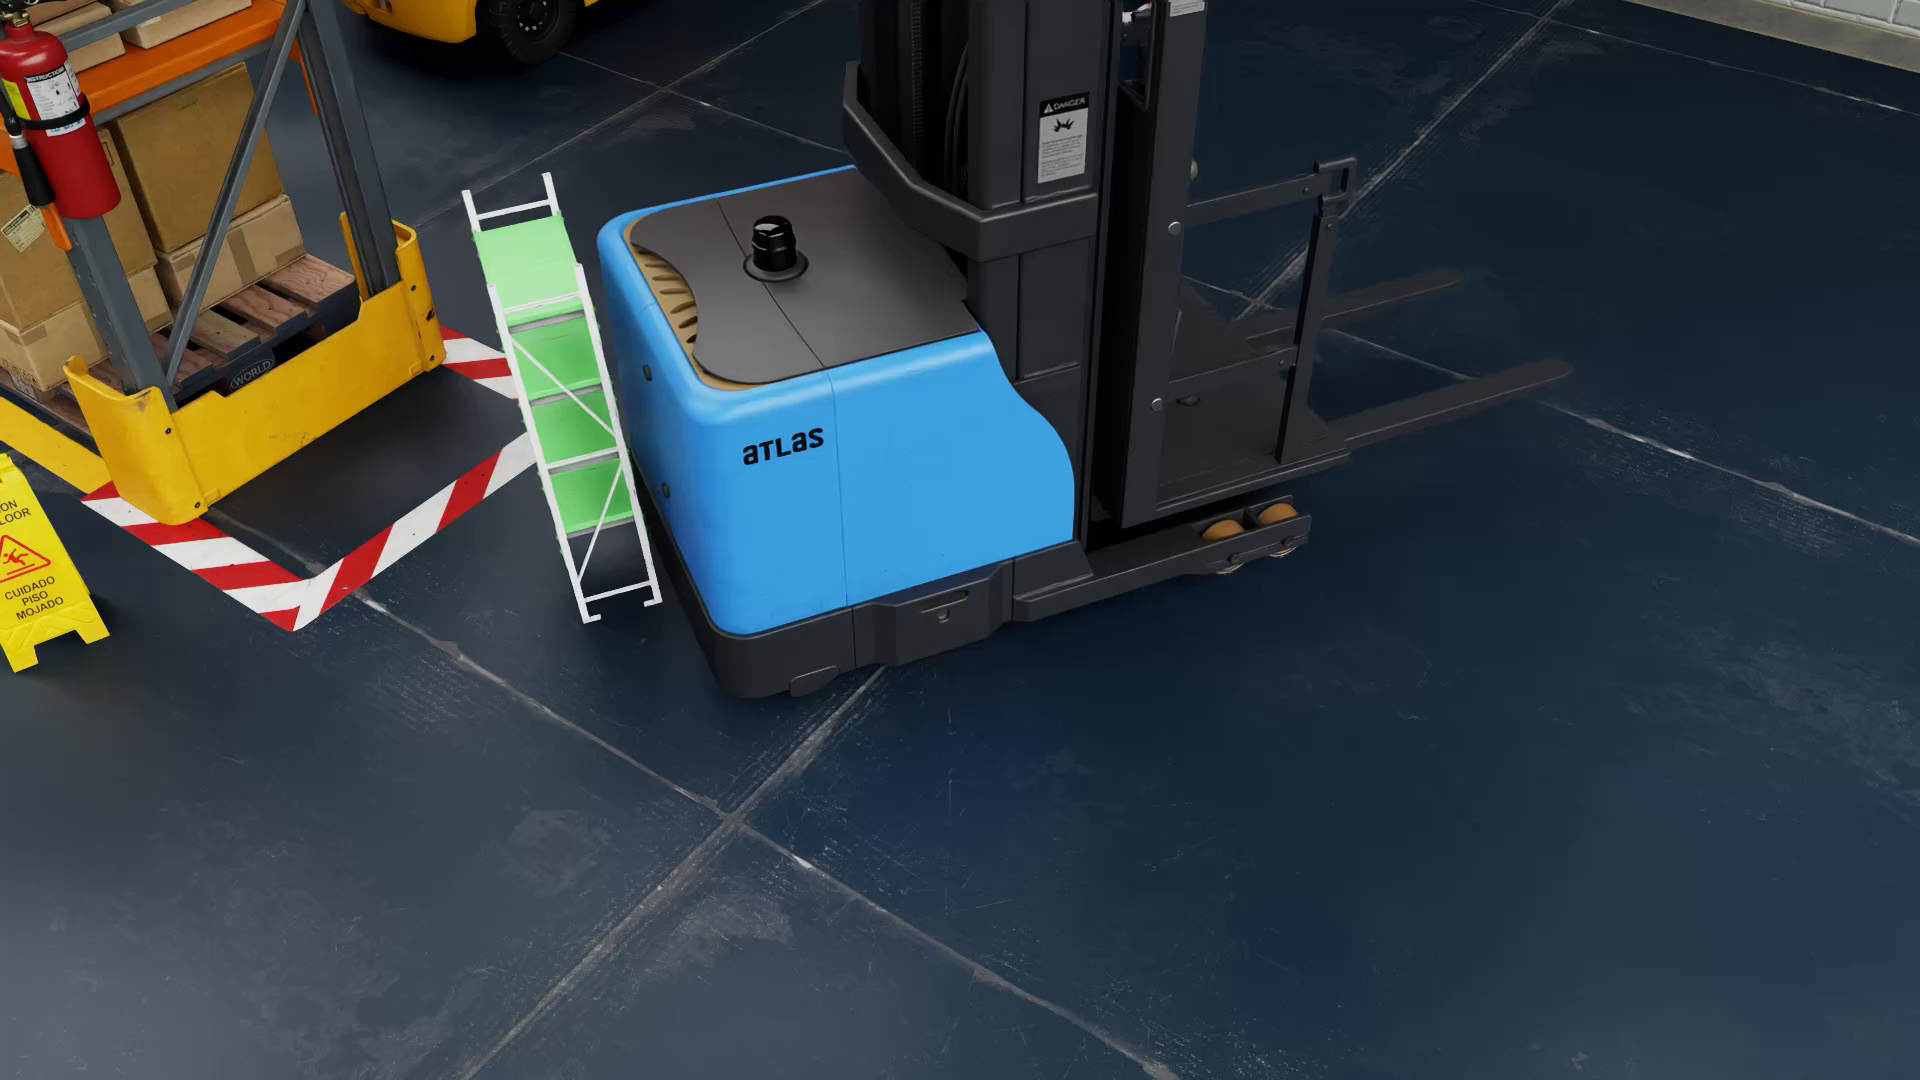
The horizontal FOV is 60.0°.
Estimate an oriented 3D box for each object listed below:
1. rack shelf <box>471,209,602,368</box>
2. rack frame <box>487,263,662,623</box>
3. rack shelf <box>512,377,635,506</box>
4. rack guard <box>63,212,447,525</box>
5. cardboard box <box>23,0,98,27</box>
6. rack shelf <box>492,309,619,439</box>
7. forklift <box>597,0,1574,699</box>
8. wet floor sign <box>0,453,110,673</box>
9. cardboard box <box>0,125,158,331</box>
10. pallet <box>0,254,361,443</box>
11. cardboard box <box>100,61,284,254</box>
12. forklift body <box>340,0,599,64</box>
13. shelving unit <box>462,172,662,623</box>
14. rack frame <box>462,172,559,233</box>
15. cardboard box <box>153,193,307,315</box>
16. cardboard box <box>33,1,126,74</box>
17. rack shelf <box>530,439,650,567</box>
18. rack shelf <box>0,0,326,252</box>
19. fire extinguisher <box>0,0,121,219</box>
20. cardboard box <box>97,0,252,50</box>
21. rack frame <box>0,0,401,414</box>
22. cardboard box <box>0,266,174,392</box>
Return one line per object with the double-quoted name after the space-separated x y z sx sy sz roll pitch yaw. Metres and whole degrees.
-1.144 -0.684 4.482 0.258 0.148 0.480 -16 44 -13 "rack shelf"
-1.042 -0.226 4.593 0.240 1.200 0.015 -16 44 -13 "rack frame"
-1.122 -0.332 4.808 0.258 0.148 0.480 -16 44 -13 "rack shelf"
-2.300 -0.600 5.546 0.348 0.500 1.175 25 48 25 "rack guard"
-2.840 -1.708 4.612 0.500 0.500 0.500 24 47 25 "cardboard box"
-1.133 -0.508 4.645 0.258 0.148 0.480 -16 44 -13 "rack shelf"
0.534 -1.296 4.500 3.031 2.935 1.130 -16 44 -17 "forklift"
-2.696 0.032 4.731 0.267 0.644 0.232 -25 48 -25 "wet floor sign"
-3.043 -1.078 5.390 0.500 0.500 0.500 25 48 26 "cardboard box"
-2.944 -0.823 6.011 1.213 0.211 1.003 25 48 25 "pallet"
-2.759 -1.383 5.730 0.500 0.500 0.500 24 47 24 "cardboard box"
-1.990 -3.628 7.691 1.214 2.155 2.313 25 48 25 "forklift body"
-1.125 -0.379 4.764 0.258 1.200 0.503 -16 44 -13 "shelving unit"
-1.207 -0.532 4.936 0.240 1.200 0.015 -16 44 -13 "rack frame"
-2.739 -1.094 5.971 0.500 0.250 0.500 25 47 25 "cardboard box"
-2.666 -1.436 4.793 0.250 0.149 0.380 27 48 27 "cardboard box"
-1.110 -0.156 4.971 0.258 0.148 0.480 -16 44 -13 "rack shelf"
-3.875 -2.000 5.776 4.000 0.370 1.077 25 48 25 "rack shelf"
-2.408 -1.178 4.376 0.183 0.674 0.296 25 48 25 "fire extinguisher"
-2.397 -1.652 5.035 0.250 0.149 0.380 25 48 25 "cardboard box"
-2.237 -1.503 4.680 0.127 3.000 1.000 25 48 25 "rack frame"
-3.073 -0.806 5.649 0.500 0.250 0.500 25 47 25 "cardboard box"
